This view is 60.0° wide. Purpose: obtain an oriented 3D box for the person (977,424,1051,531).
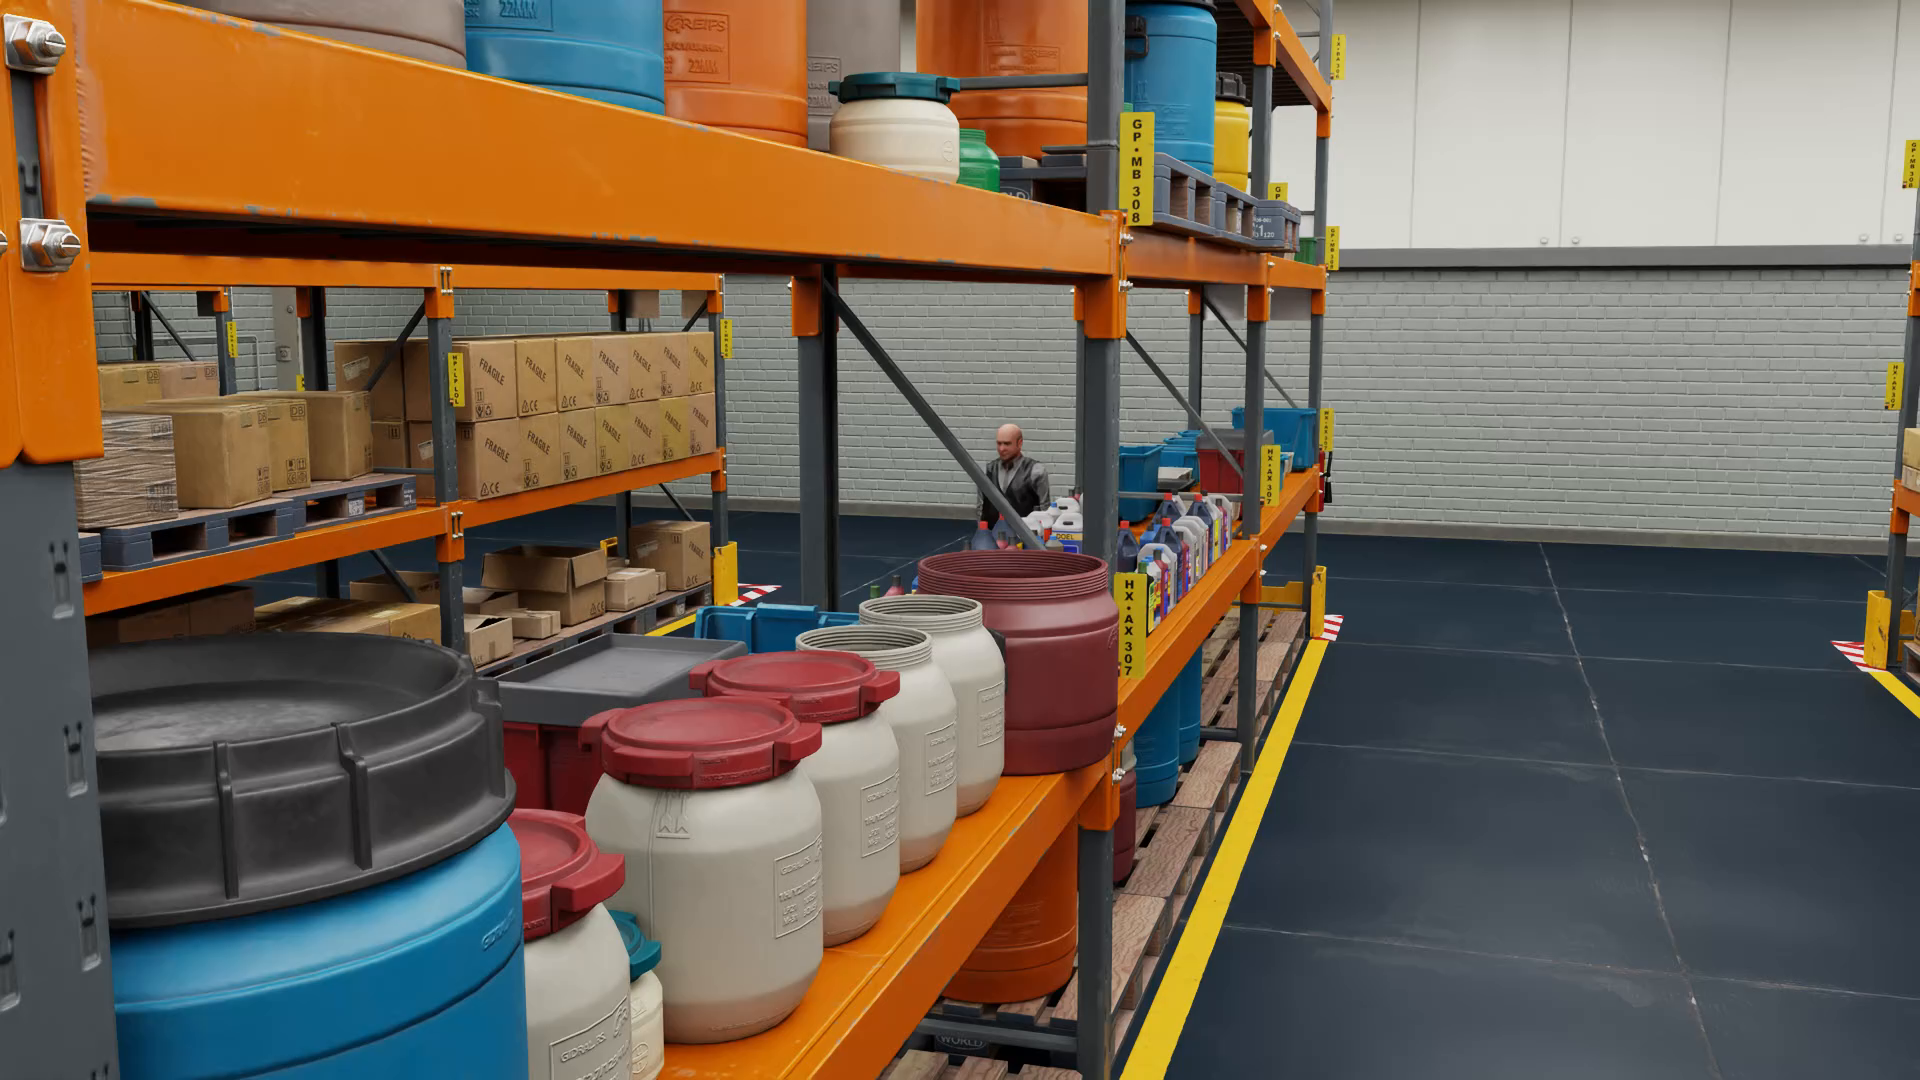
[{"bbox_3d":[0.344,0.066,11.397,0.549,1.712,0.625,3,9,17],"label":"person"}]
